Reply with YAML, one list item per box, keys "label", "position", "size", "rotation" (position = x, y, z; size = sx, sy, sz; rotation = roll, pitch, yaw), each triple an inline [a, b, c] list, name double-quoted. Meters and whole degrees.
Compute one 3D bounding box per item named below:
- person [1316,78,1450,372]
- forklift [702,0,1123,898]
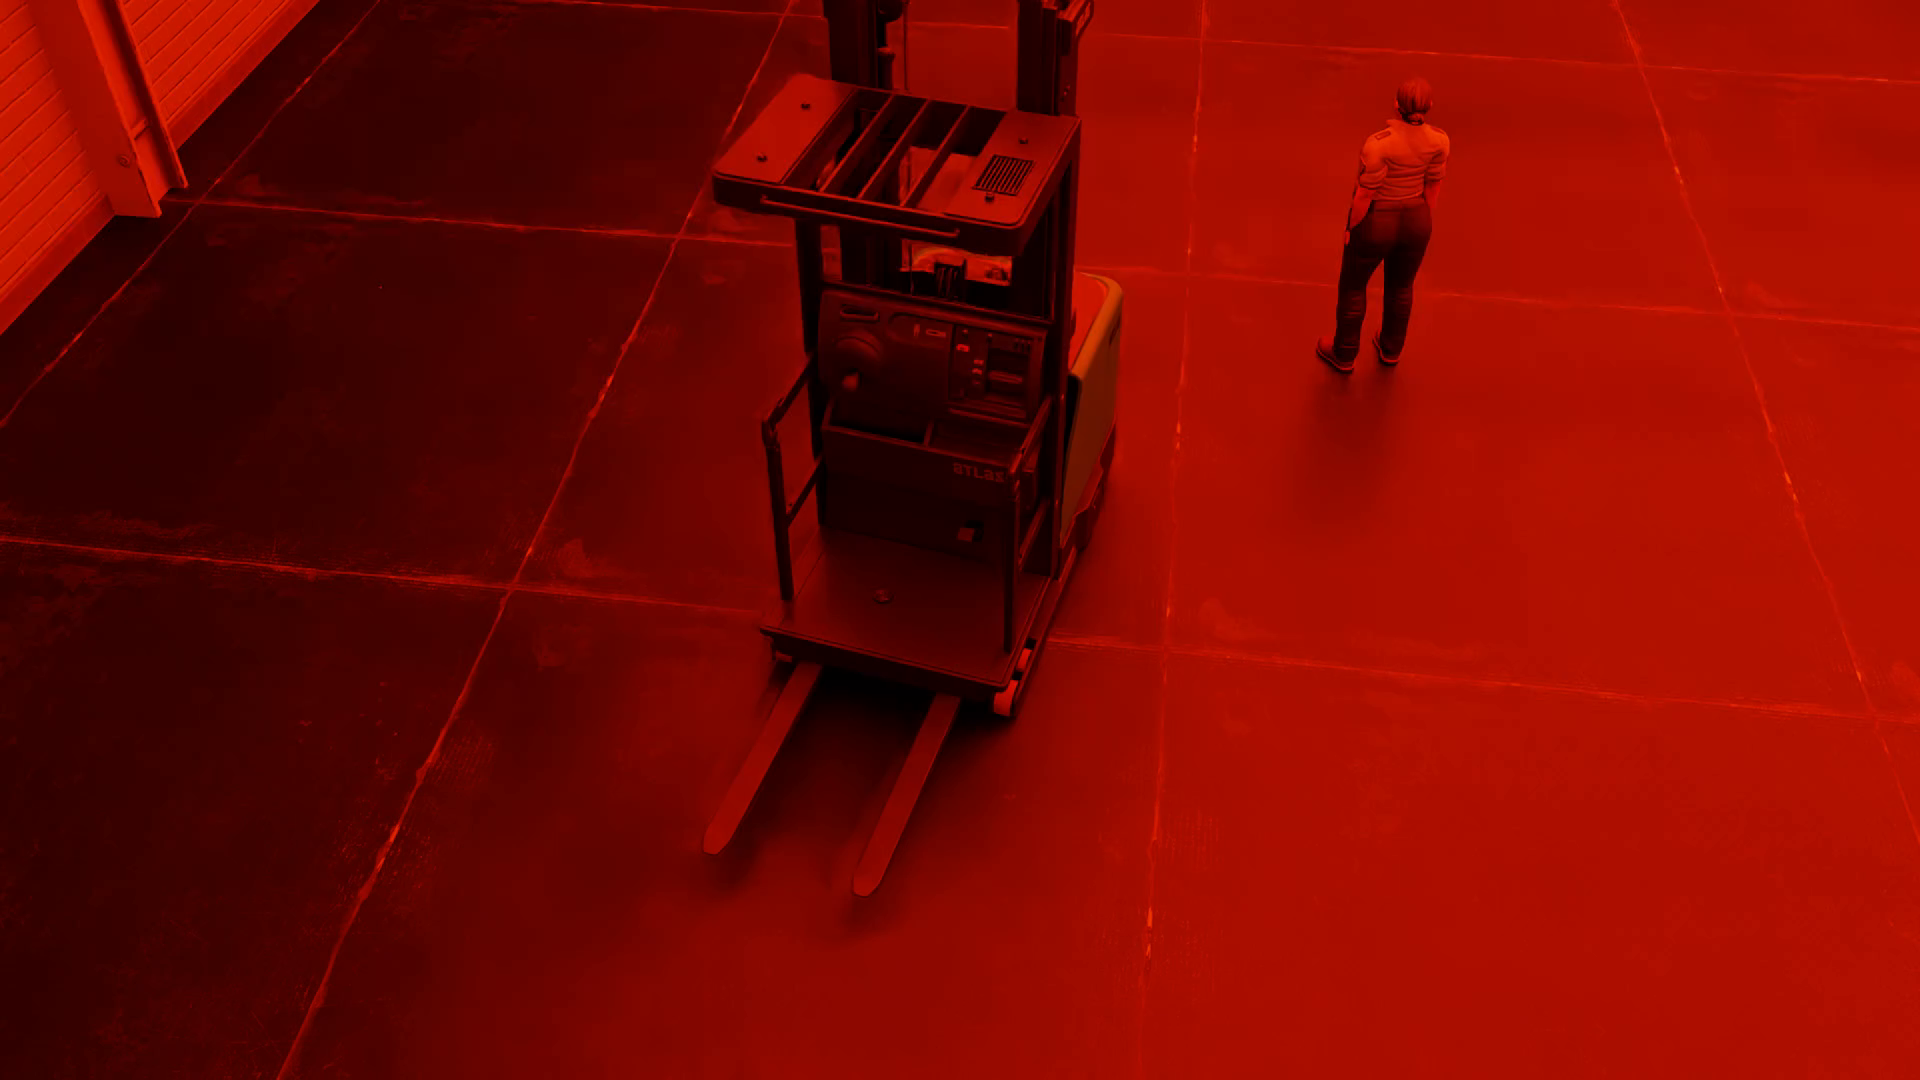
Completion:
- label: "person"
  position: [2.162, -1.592, 8.412]
  size: [0.473, 1.650, 0.361]
  rotation: [-8, 43, -9]
- label: "forklift"
  position: [-0.185, -0.640, 6.421]
  size: [1.130, 2.935, 3.031]
  rotation: [13, 44, 13]
